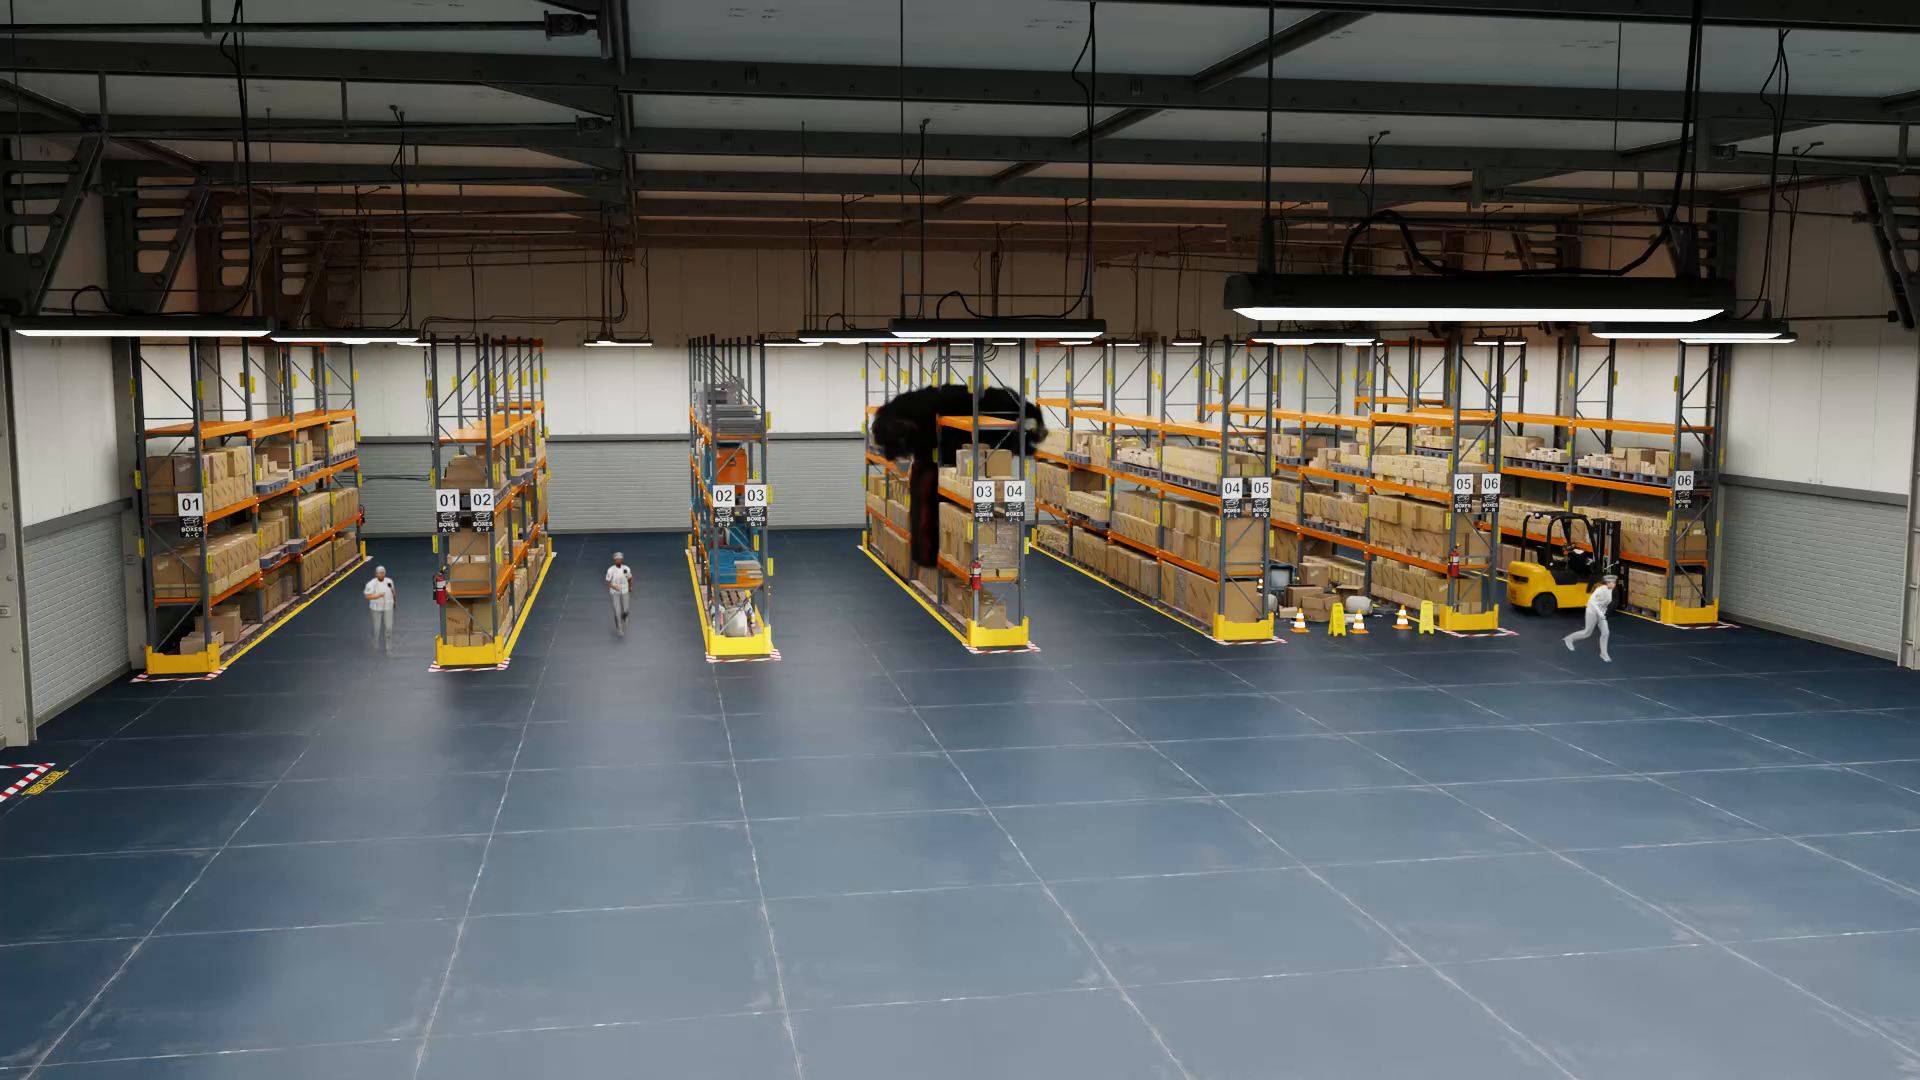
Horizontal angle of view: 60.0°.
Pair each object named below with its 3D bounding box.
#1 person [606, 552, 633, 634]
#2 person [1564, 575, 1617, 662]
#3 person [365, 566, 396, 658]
[{"bbox_3d":[-6.831,1.075,33.470,0.569,1.661,0.516,-2,7,-20],"label":"person"},{"bbox_3d":[11.729,1.416,30.911,0.960,1.626,0.646,6,9,43],"label":"person"},{"bbox_3d":[-10.845,1.311,31.147,0.598,1.669,0.933,-4,8,-31],"label":"person"}]
